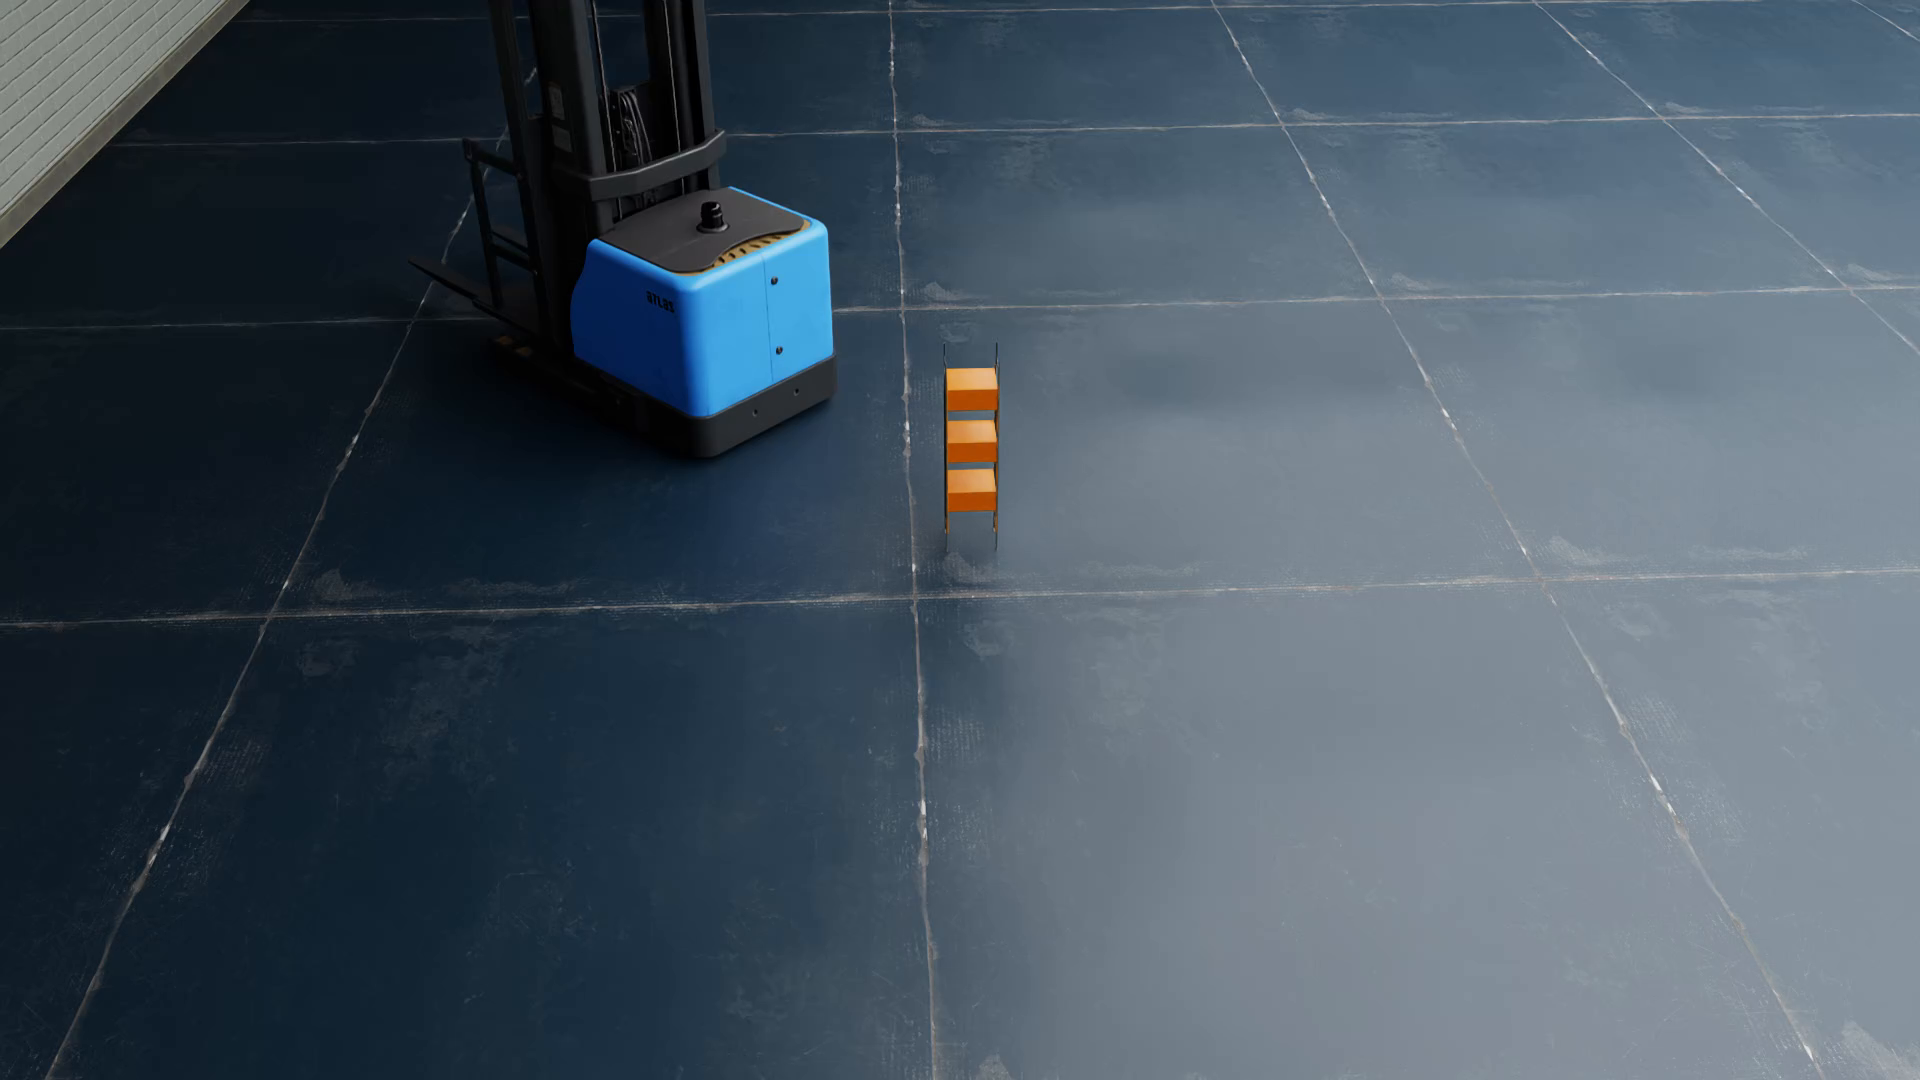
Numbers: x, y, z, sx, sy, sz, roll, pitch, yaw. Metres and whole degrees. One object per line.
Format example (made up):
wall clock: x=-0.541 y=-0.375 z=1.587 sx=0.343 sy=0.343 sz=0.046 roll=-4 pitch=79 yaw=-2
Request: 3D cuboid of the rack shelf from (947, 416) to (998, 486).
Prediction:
rack shelf: x=0.053 y=-0.424 z=7.959 sx=0.240 sy=0.259 sz=0.215 roll=-2 pitch=35 yaw=-2

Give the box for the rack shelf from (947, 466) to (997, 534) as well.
rack shelf: x=0.053 y=-0.196 z=8.118 sx=0.240 sy=0.259 sz=0.215 roll=-2 pitch=35 yaw=-2

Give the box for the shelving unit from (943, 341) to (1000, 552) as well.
shelving unit: x=0.053 y=-0.433 z=7.953 sx=0.252 sy=1.050 sz=0.215 roll=-2 pitch=35 yaw=-2

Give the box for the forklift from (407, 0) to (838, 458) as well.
forklift: x=-2.117 y=-2.351 z=9.072 sx=3.031 sy=2.935 sz=1.130 roll=27 pitch=43 yaw=33

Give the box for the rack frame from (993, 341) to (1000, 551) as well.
rack frame: x=0.175 y=-0.436 z=7.958 sx=0.008 sy=1.050 sz=0.200 roll=-2 pitch=35 yaw=-2

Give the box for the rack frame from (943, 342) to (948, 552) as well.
rack frame: x=-0.068 y=-0.430 z=7.949 sx=0.008 sy=1.050 sz=0.200 roll=-2 pitch=35 yaw=-2

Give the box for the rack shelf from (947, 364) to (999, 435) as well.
rack shelf: x=0.053 y=-0.658 z=7.798 sx=0.240 sy=0.259 sz=0.215 roll=-2 pitch=35 yaw=-2
